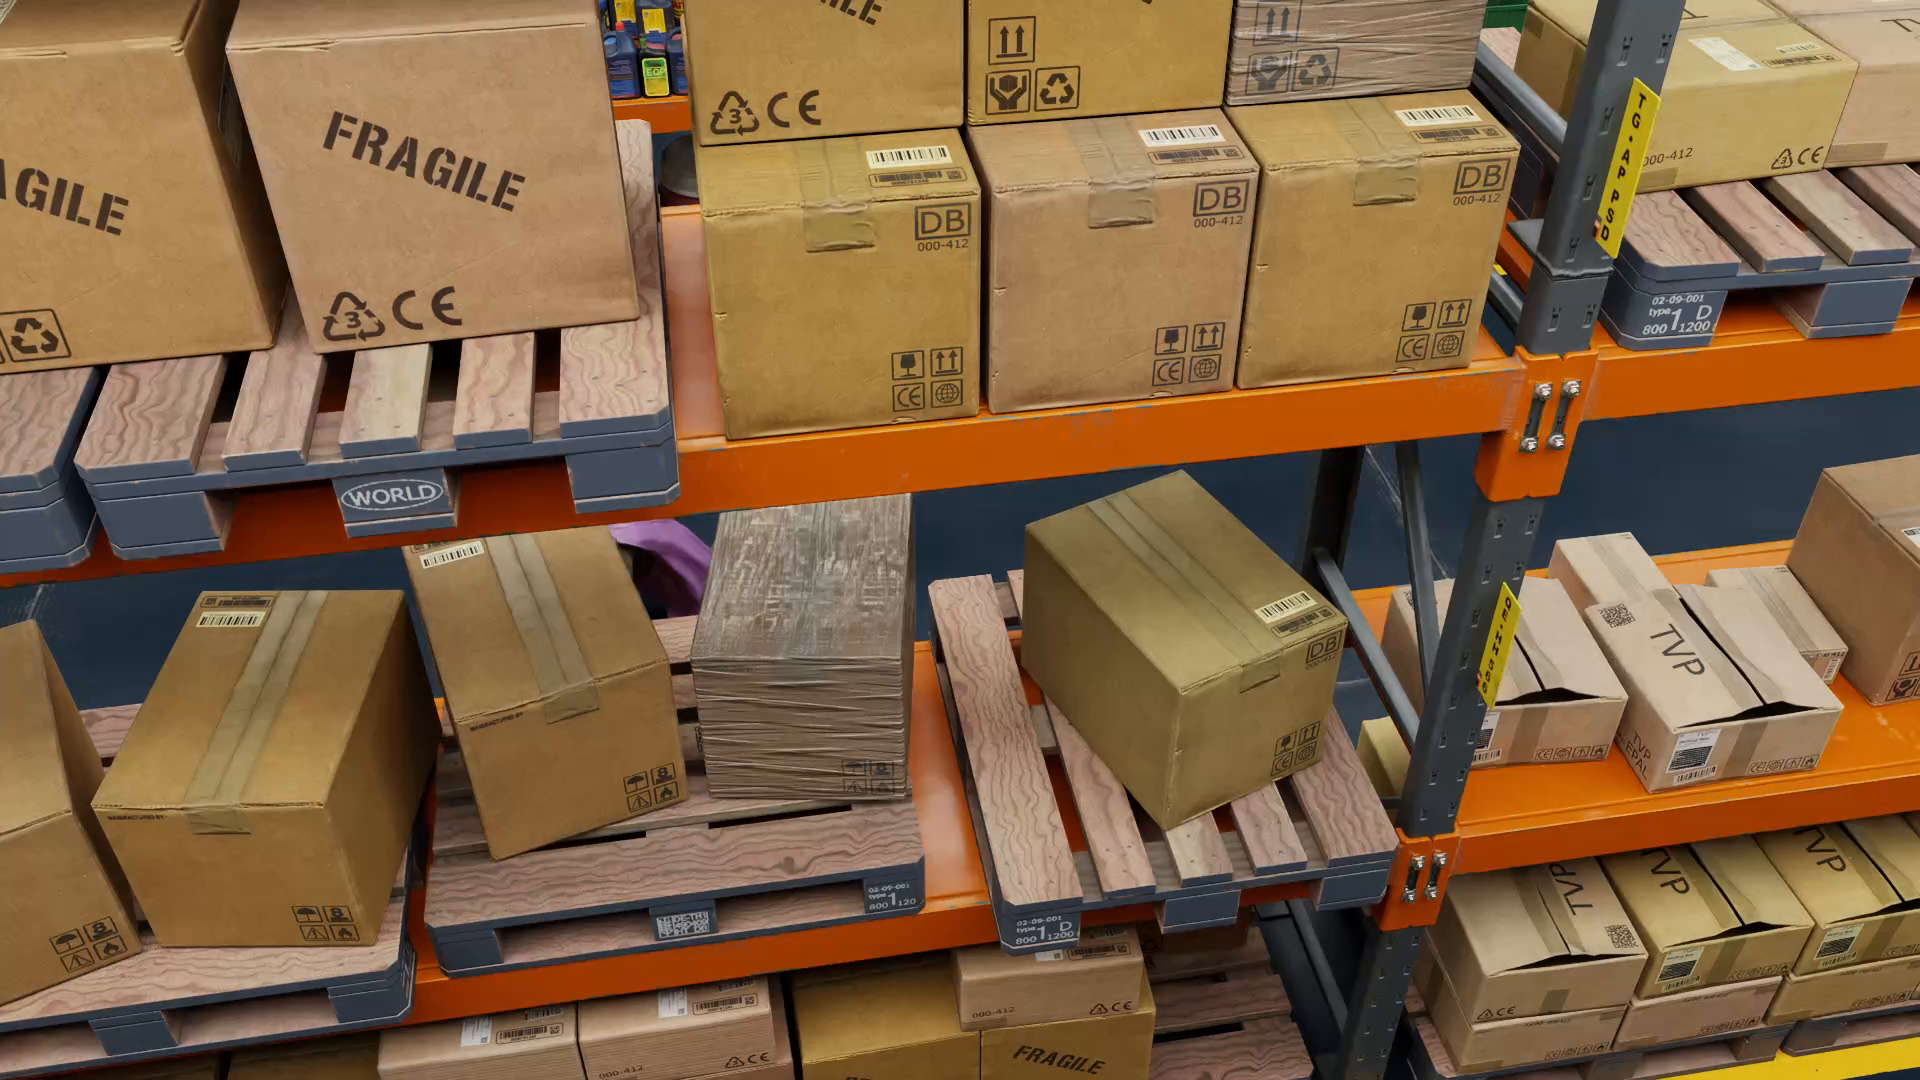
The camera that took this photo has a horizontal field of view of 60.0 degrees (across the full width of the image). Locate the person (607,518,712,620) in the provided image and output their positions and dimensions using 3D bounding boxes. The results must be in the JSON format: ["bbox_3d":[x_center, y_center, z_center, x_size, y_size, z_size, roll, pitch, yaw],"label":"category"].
[{"bbox_3d":[-1.135,0.305,6.089,0.655,1.223,0.463,-6,40,-8],"label":"person"}]
